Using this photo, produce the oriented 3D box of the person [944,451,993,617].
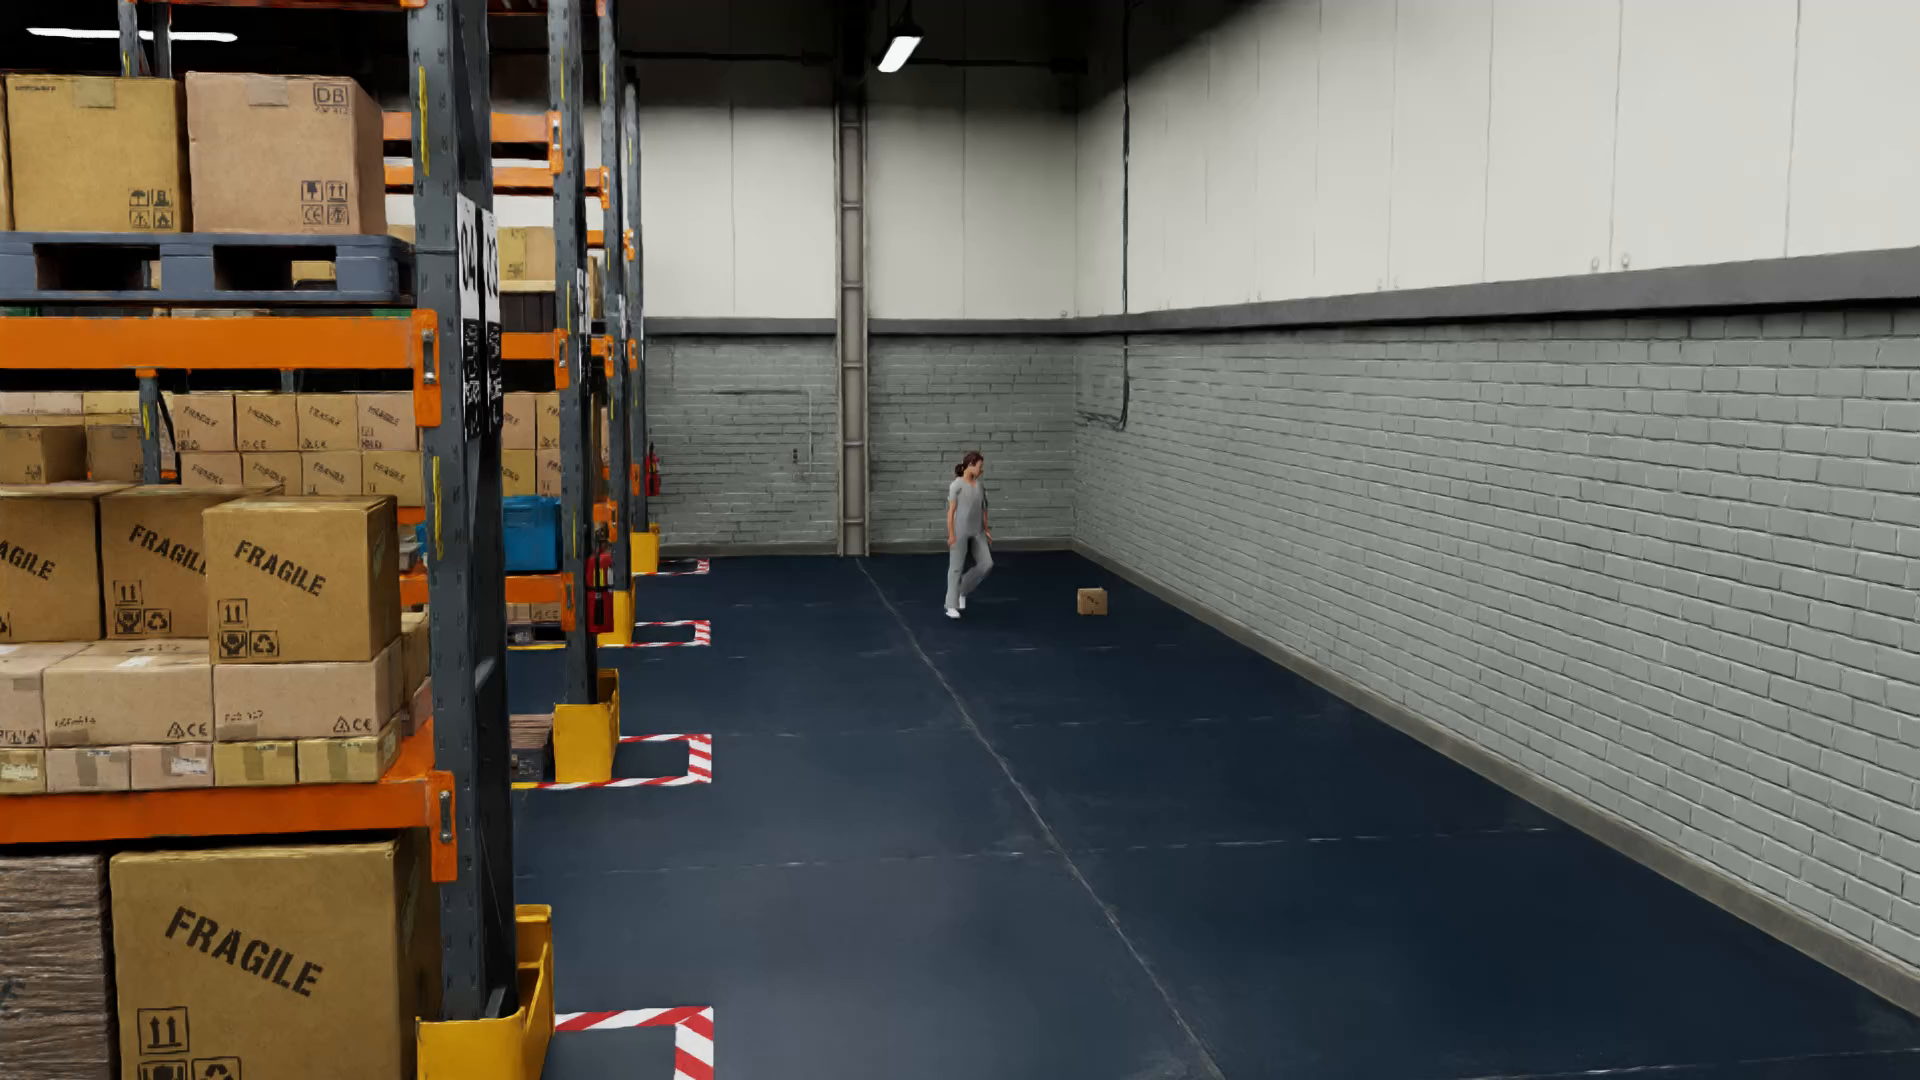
[{"bbox_3d":[0.046,-0.068,16.813,0.538,1.660,0.501,-5,8,-36],"label":"person"}]
